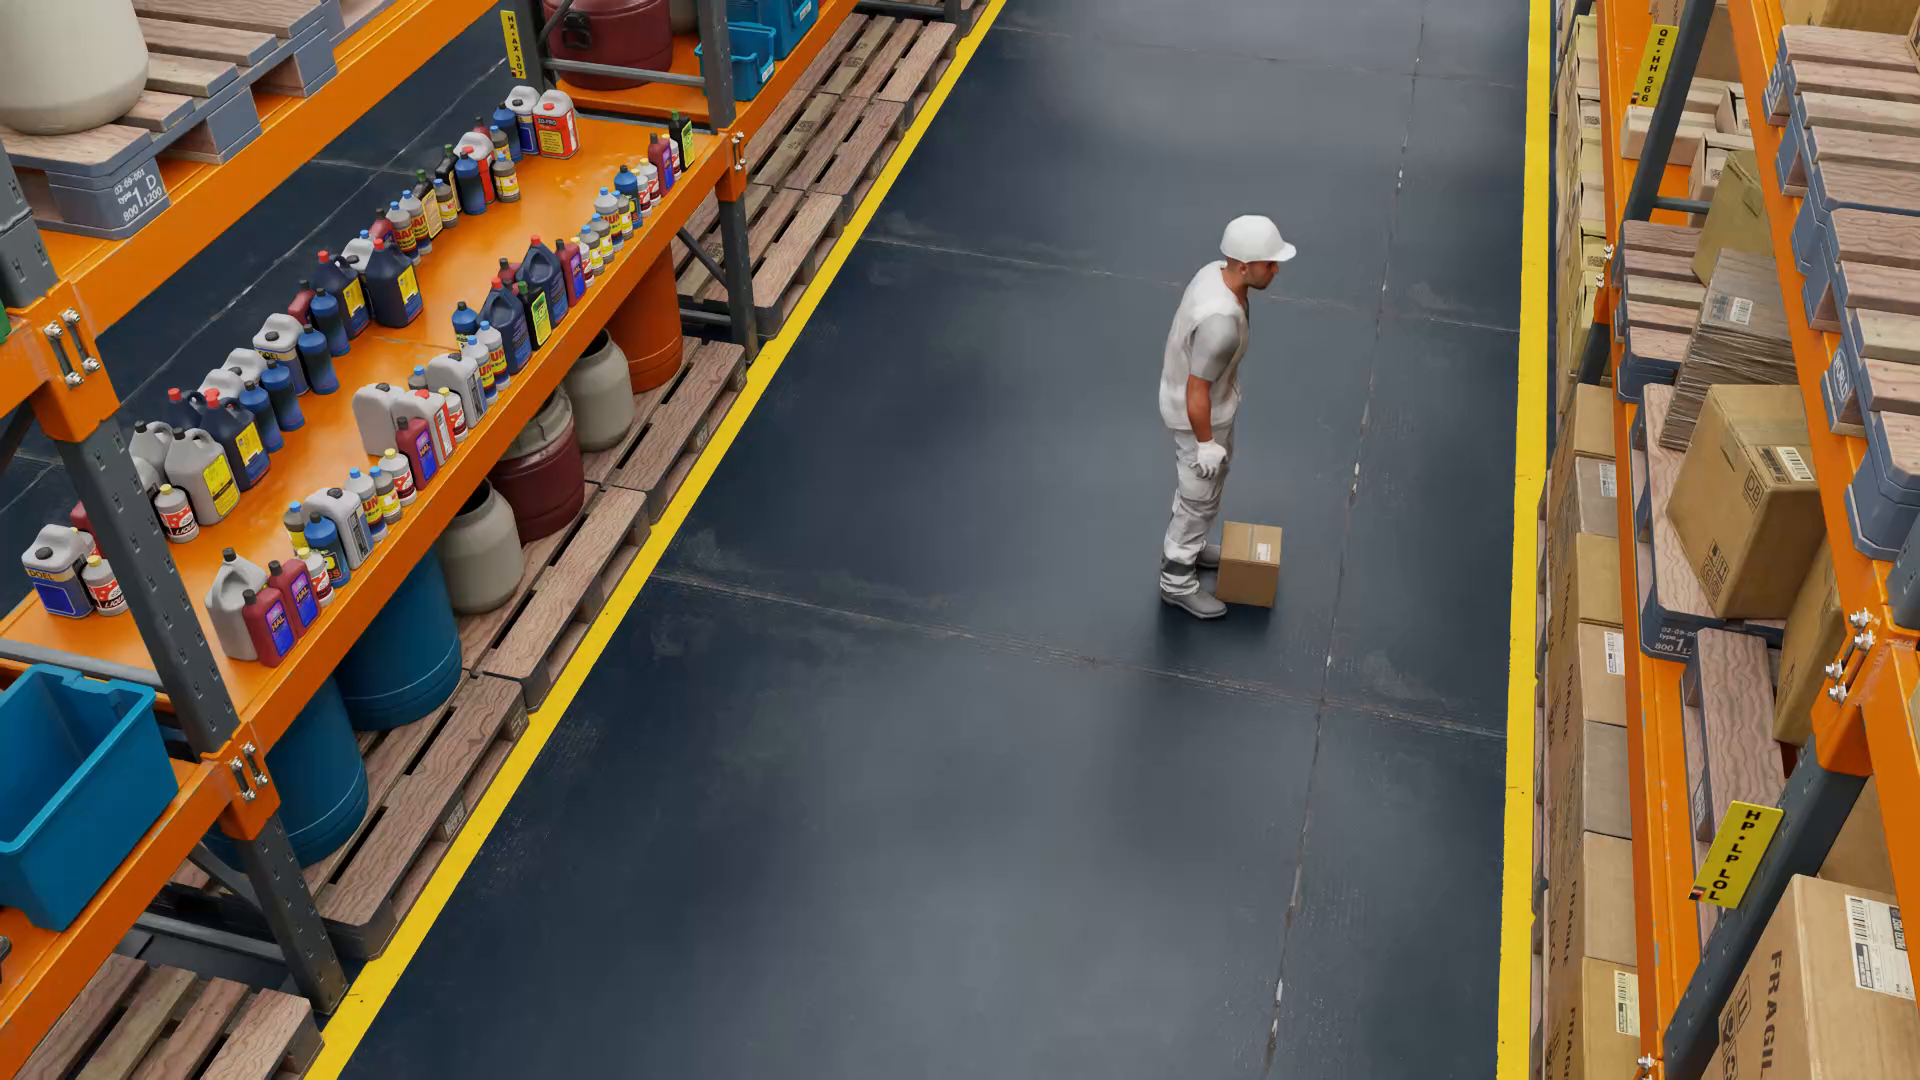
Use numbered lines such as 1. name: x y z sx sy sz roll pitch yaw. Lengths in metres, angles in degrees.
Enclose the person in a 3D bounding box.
1. person: 1.032 -0.514 6.745 0.455 1.779 0.612 10 42 11
